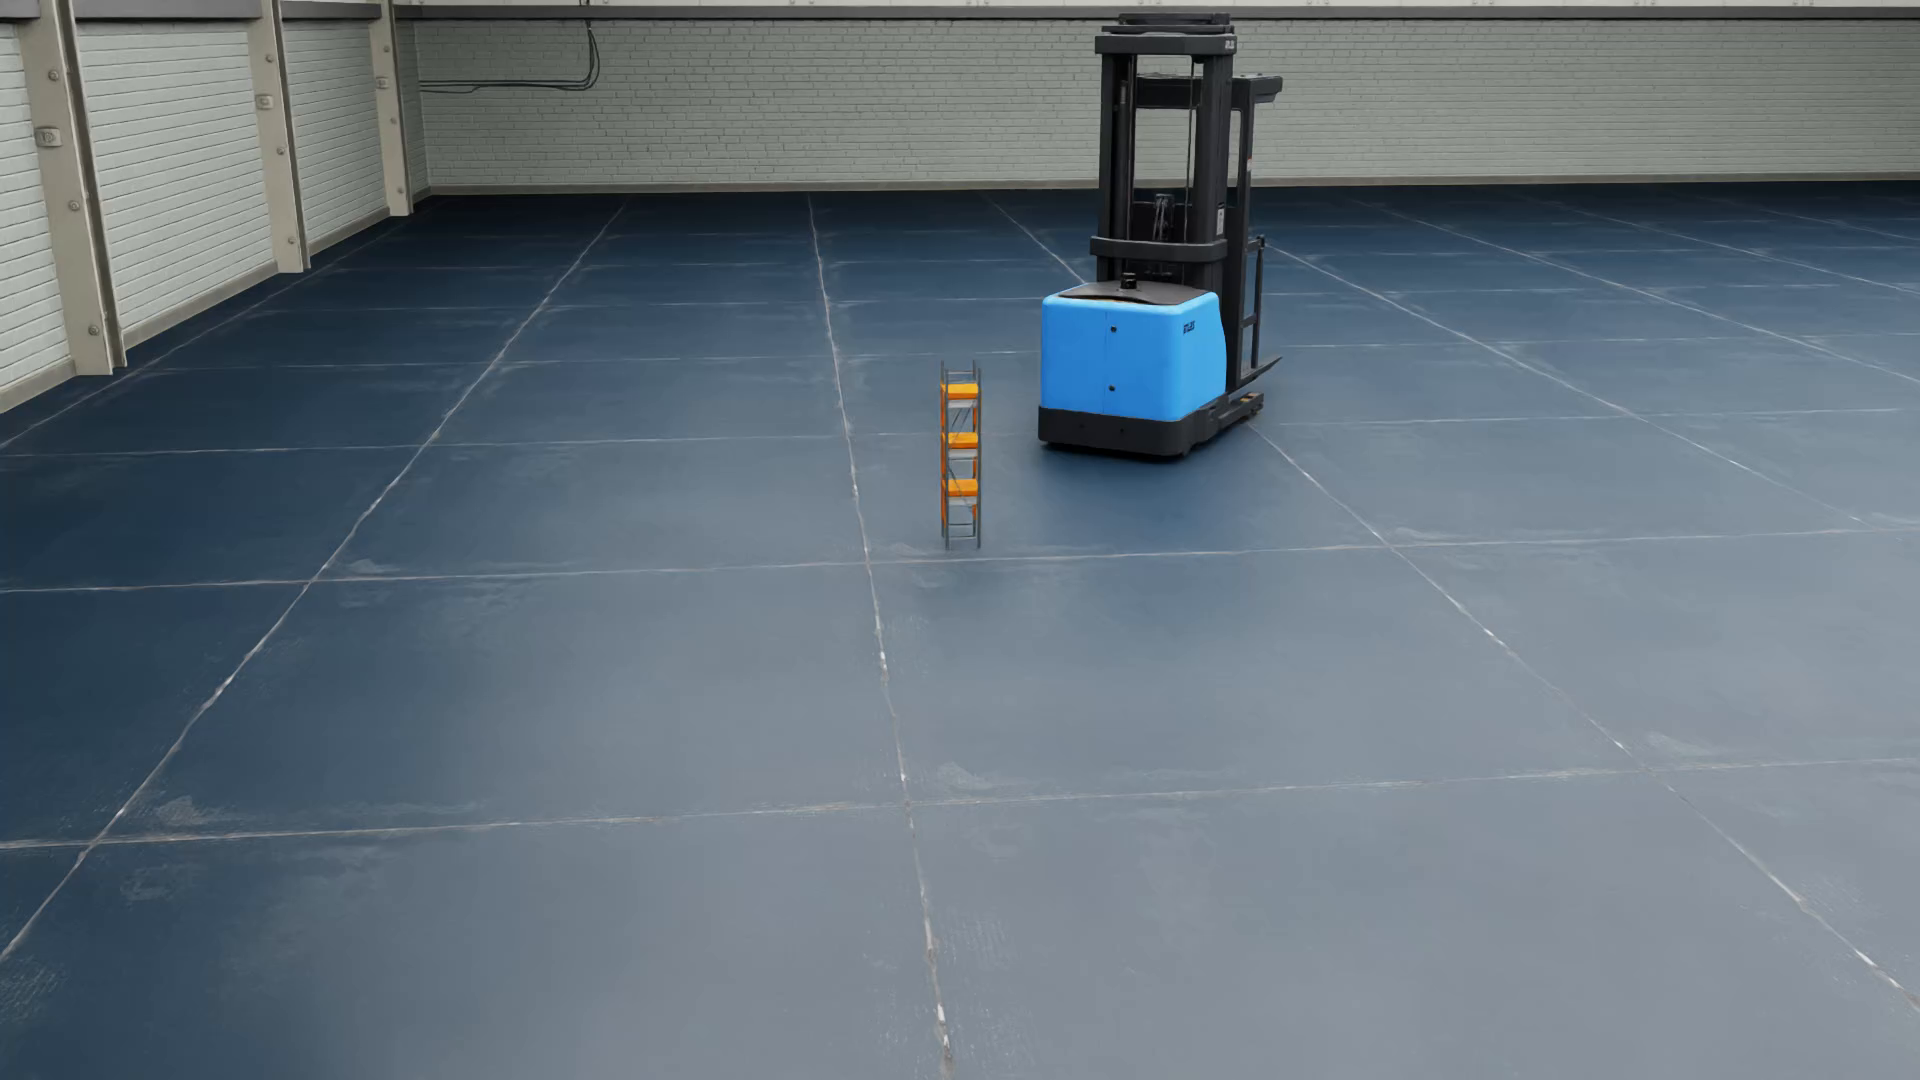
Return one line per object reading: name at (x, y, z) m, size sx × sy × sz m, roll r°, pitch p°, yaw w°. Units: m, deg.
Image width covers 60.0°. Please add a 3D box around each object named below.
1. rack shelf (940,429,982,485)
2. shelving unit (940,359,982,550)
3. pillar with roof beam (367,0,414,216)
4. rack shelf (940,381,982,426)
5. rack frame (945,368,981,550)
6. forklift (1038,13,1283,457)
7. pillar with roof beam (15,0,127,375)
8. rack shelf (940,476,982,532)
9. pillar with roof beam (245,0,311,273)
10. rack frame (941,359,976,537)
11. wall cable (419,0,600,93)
rack shelf at (0.006, -0.475, 9.472) m, size 0.215 × 0.259 × 0.240 m, roll -2°, pitch 18°, yaw -6°
shelving unit at (0.006, -0.485, 9.469) m, size 0.215 × 1.050 × 0.252 m, roll -2°, pitch 18°, yaw -6°
pillar with roof beam at (-4.367, -9.464, 24.800) m, size 9.100 × 9.000 × 0.400 m, roll -2°, pitch 18°, yaw -6°
rack shelf at (0.006, -0.746, 9.387) m, size 0.215 × 0.259 × 0.240 m, roll -2°, pitch 18°, yaw -6°
rack frame at (0.018, -0.449, 9.353) m, size 0.200 × 1.050 × 0.008 m, roll -2°, pitch 18°, yaw -6°
forklift at (1.678, -2.363, 12.310) m, size 1.130 × 2.935 × 3.031 m, roll 9°, pitch 19°, yaw 26°
pillar with roof beam at (-3.129, -5.889, 13.412) m, size 9.100 × 9.000 × 0.400 m, roll -2°, pitch 18°, yaw -6°
rack shelf at (0.006, -0.210, 9.555) m, size 0.215 × 0.259 × 0.240 m, roll -2°, pitch 18°, yaw -6°
pillar with roof beam at (-3.748, -7.677, 19.106) m, size 9.100 × 9.000 × 0.400 m, roll -2°, pitch 18°, yaw -6°
rack frame at (-0.007, -0.521, 9.585) m, size 0.200 × 1.050 × 0.008 m, roll -2°, pitch 18°, yaw -6°
wall cable at (-7.638, -8.768, 27.767) m, size 3.097 × 2.526 × 0.112 m, roll -2°, pitch 18°, yaw -6°
